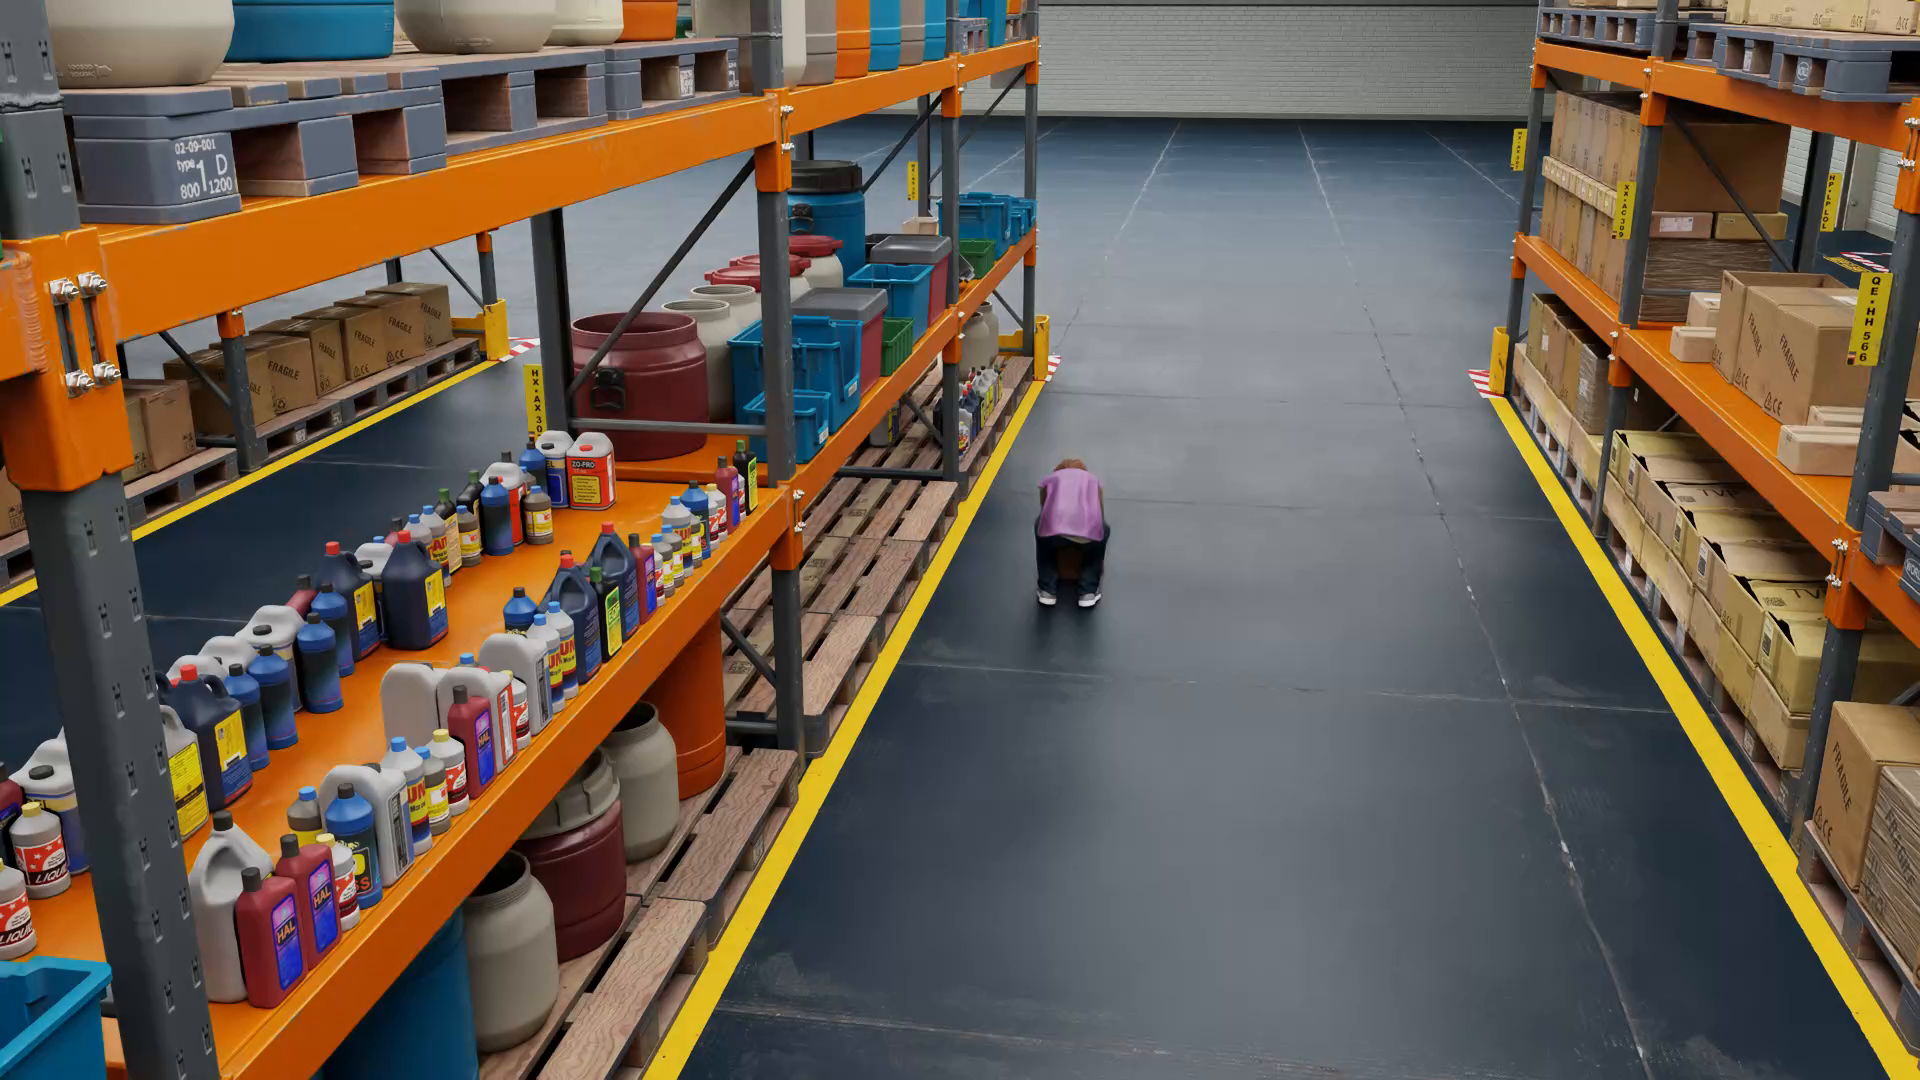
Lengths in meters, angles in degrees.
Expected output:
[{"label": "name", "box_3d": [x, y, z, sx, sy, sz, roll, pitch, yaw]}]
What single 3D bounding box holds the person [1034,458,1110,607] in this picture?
[{"label": "person", "box_3d": [0.614, -0.027, 9.154, 0.421, 0.694, 0.863, 2, 18, 7]}]
